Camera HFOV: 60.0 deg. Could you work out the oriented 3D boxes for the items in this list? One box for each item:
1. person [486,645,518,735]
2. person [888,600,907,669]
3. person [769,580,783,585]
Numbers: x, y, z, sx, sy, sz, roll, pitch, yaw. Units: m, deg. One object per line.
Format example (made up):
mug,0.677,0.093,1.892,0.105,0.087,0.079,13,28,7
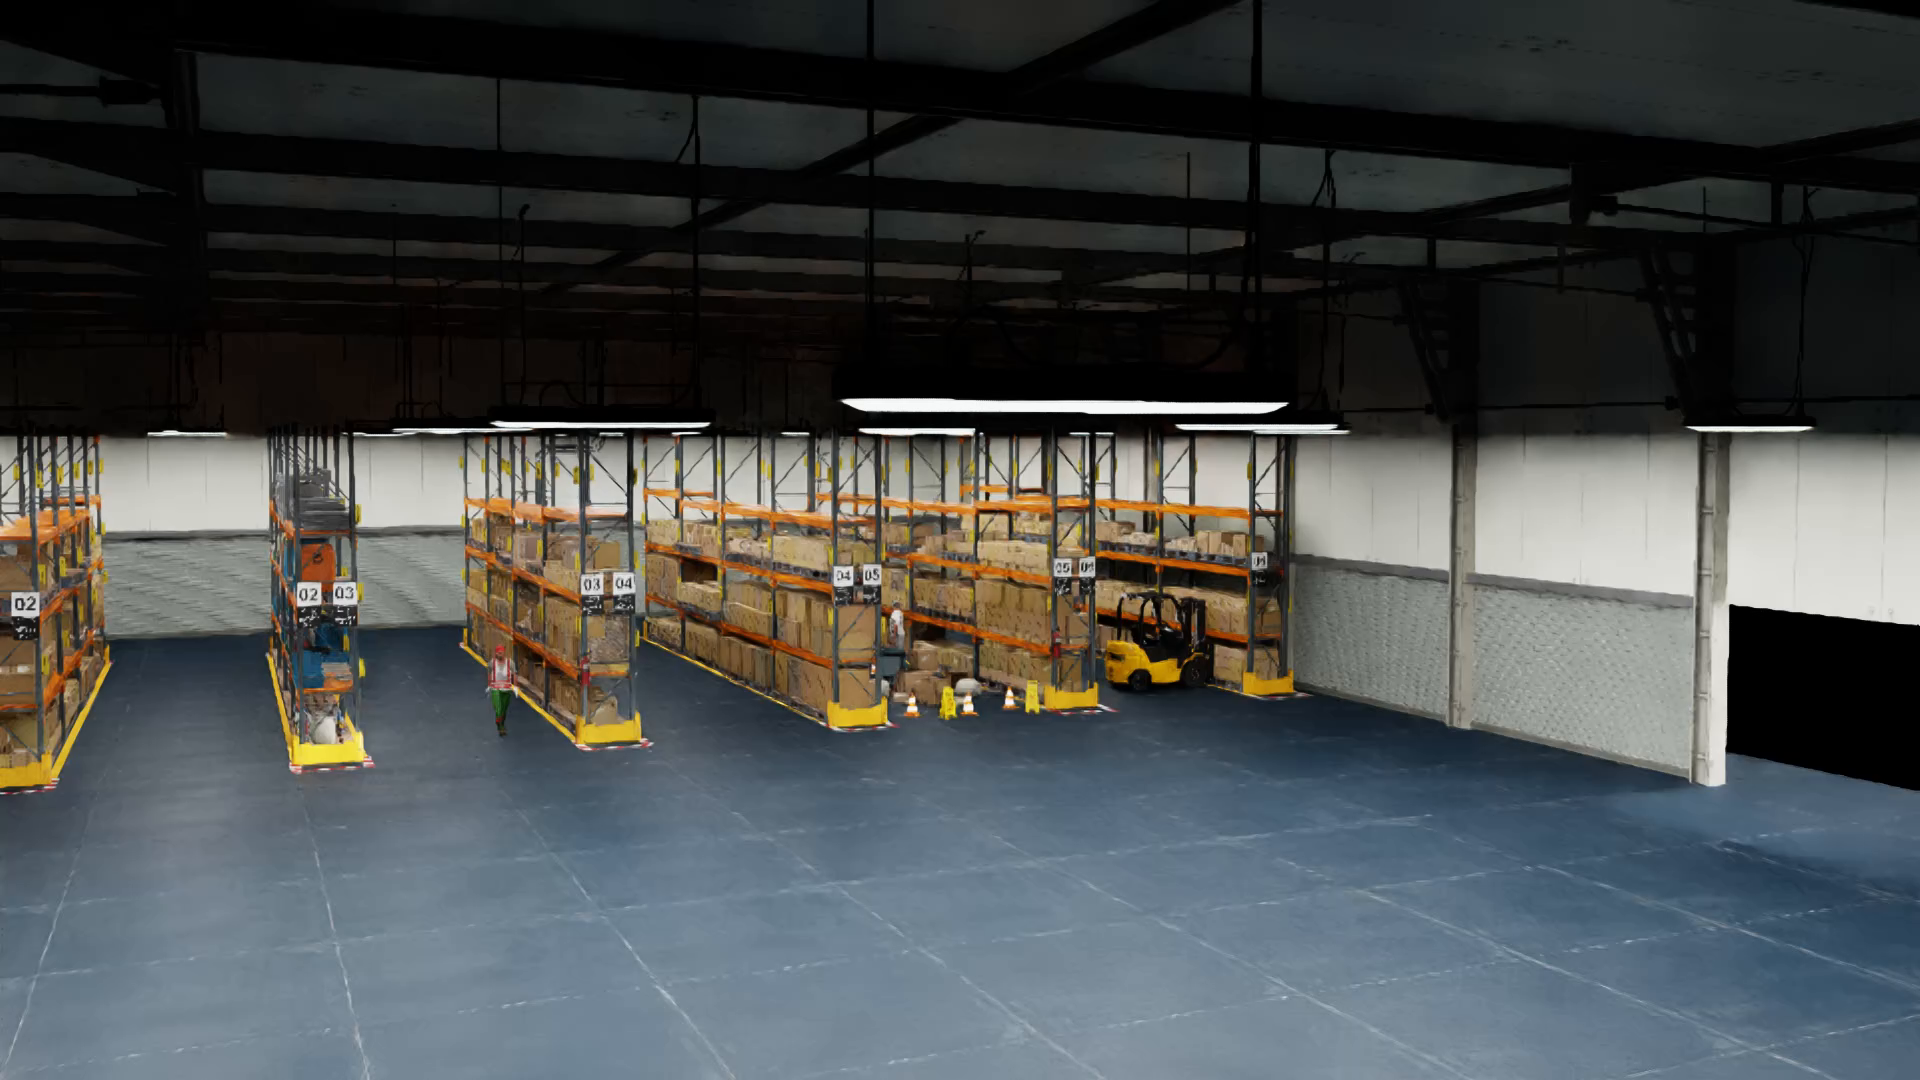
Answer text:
person,-8.874,2.885,32.248,0.567,1.734,1.044,-2,4,-25
person,-1.587,2.352,40.657,0.589,1.744,0.669,0,3,1
person,-5.439,1.791,49.476,0.605,1.790,0.431,3,5,41
